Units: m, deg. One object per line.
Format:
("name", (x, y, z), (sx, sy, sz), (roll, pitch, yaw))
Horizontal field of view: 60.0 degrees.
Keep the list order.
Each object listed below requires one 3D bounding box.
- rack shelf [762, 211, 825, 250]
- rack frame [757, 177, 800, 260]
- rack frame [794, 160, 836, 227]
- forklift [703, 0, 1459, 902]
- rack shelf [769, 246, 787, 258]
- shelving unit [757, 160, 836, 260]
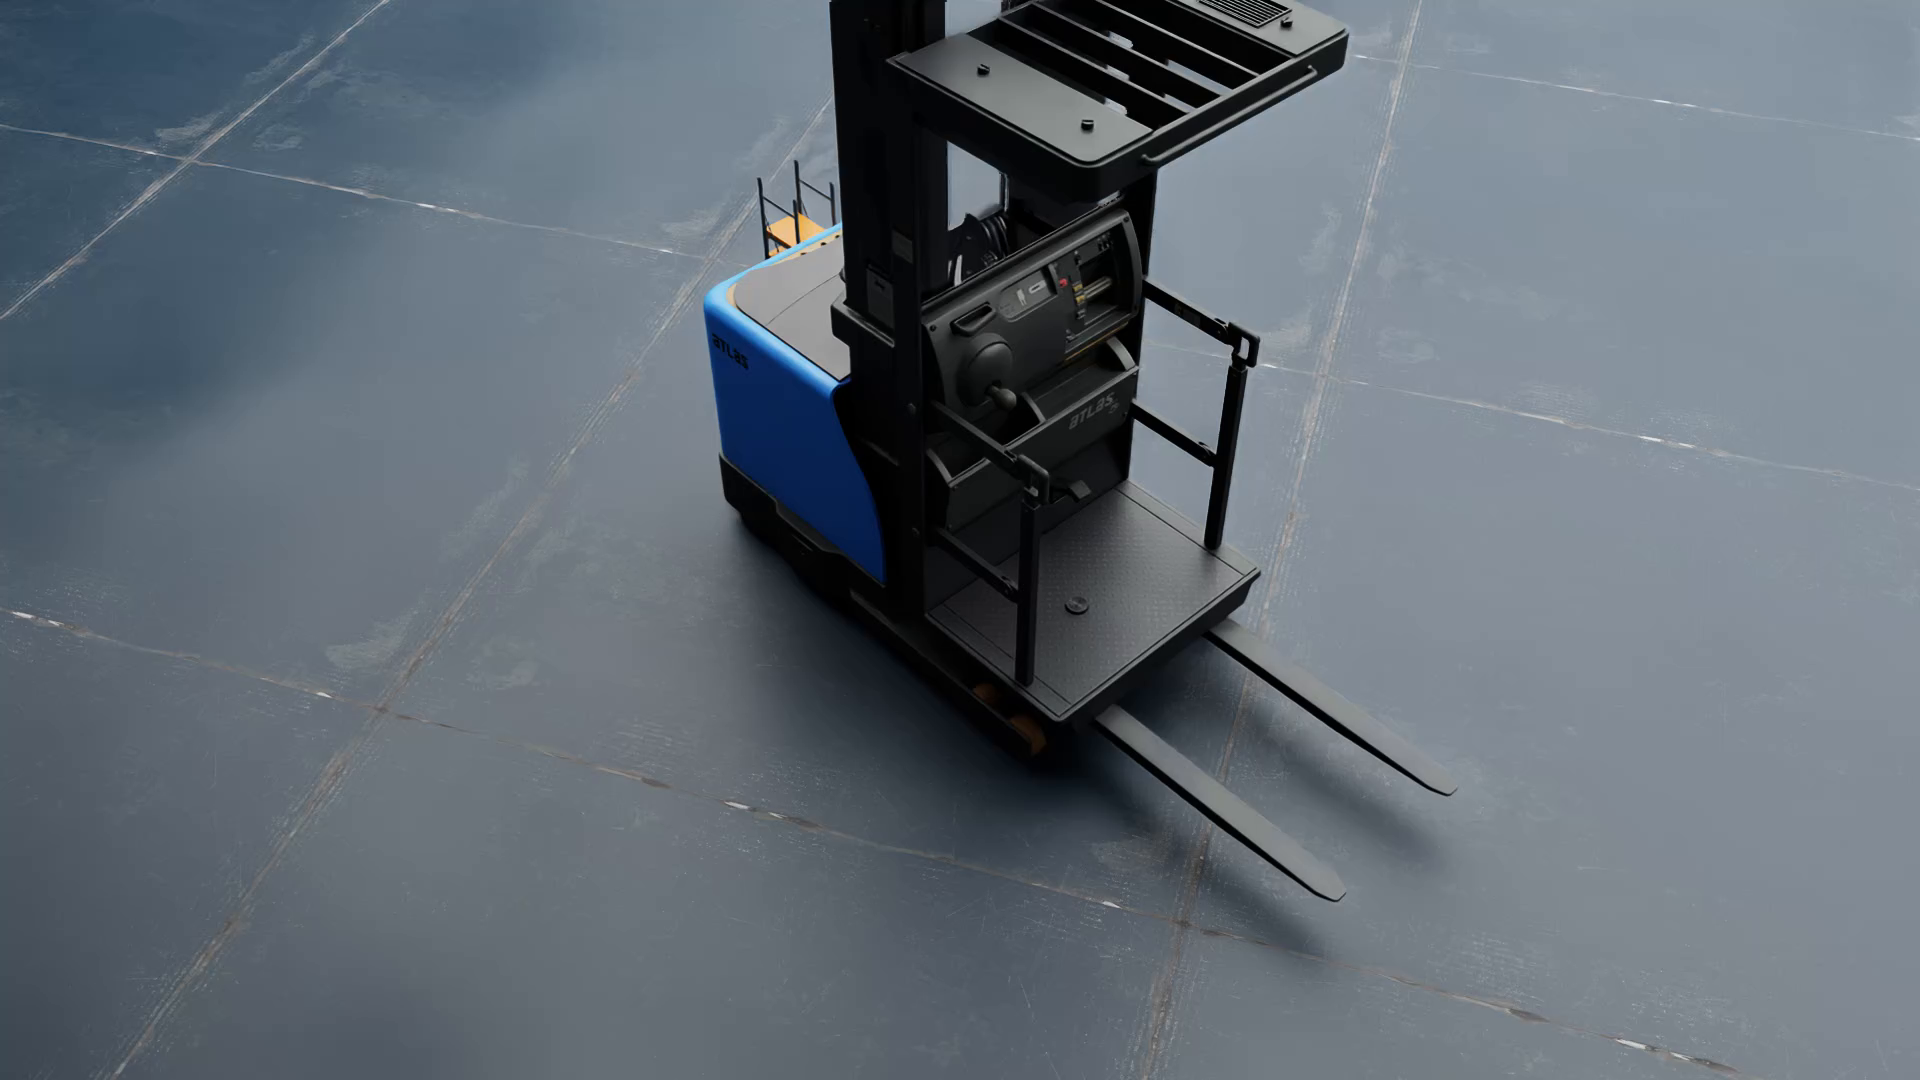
("rack shelf", (-0.639, -1.195, 6.662), (0.180, 0.103, 0.258), (-33, 53, -29))
("rack frame", (-0.706, -0.925, 6.837), (0.006, 1.200, 0.240), (-33, 53, -29))
("rack frame", (-0.572, -1.013, 6.927), (0.006, 1.200, 0.240), (-33, 53, -29))
("forklift", (0.401, -0.675, 5.344), (1.130, 2.935, 3.031), (-33, 53, -29))
("rack shelf", (-0.639, -1.109, 6.745), (0.180, 0.103, 0.258), (-33, 53, -29))
("shelving unit", (-0.639, -0.969, 6.882), (0.189, 1.200, 0.258), (-33, 53, -29))
